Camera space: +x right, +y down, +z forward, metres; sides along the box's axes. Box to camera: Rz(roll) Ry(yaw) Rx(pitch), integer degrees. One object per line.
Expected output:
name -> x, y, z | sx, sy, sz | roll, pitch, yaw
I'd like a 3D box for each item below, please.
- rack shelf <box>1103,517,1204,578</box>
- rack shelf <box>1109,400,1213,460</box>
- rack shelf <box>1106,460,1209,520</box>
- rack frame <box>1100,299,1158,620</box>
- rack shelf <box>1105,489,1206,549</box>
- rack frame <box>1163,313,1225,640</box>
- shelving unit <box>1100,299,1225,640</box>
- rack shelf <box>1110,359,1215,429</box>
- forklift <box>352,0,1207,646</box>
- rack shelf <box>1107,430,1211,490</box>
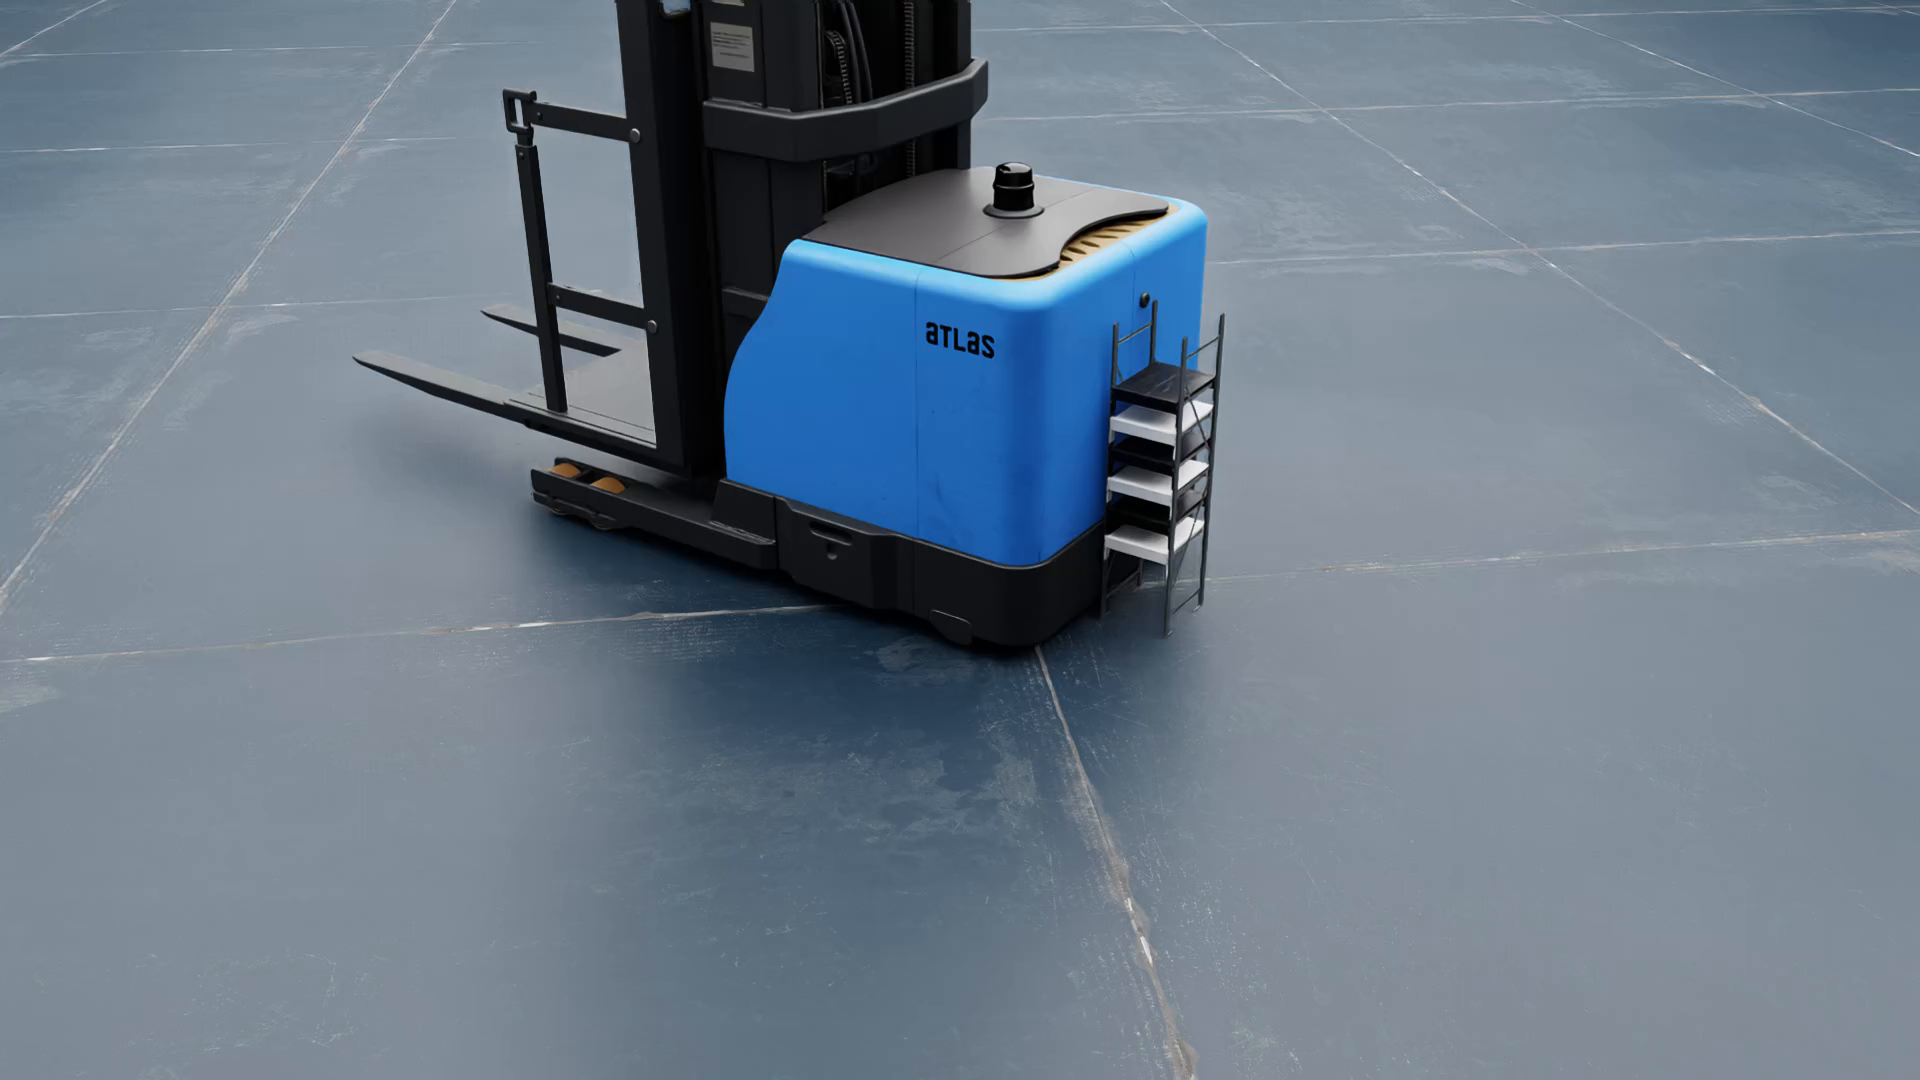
rack shelf -> 0.559, 0.000, 4.732 | 0.200, 0.077, 0.258 | 17, 32, 30
rack shelf -> 0.559, -0.321, 4.568 | 0.200, 0.077, 0.258 | 17, 32, 30
rack shelf -> 0.559, -0.160, 4.650 | 0.200, 0.077, 0.258 | 17, 32, 30
rack frame -> 0.474, -0.216, 4.685 | 0.006, 0.900, 0.240 | 17, 32, 30
rack shelf -> 0.559, -0.080, 4.691 | 0.200, 0.077, 0.258 | 17, 32, 30
rack frame -> 0.643, -0.164, 4.584 | 0.006, 0.900, 0.240 | 17, 32, 30
shelving unit -> 0.559, -0.190, 4.635 | 0.210, 0.900, 0.258 | 17, 32, 30
rack shelf -> 0.559, -0.401, 4.527 | 0.200, 0.077, 0.258 | 17, 32, 30
forklift -> -0.778, -1.516, 4.994 | 3.031, 2.935, 1.130 | 17, 32, 30
rack shelf -> 0.559, -0.240, 4.609 | 0.200, 0.077, 0.258 | 17, 32, 30
